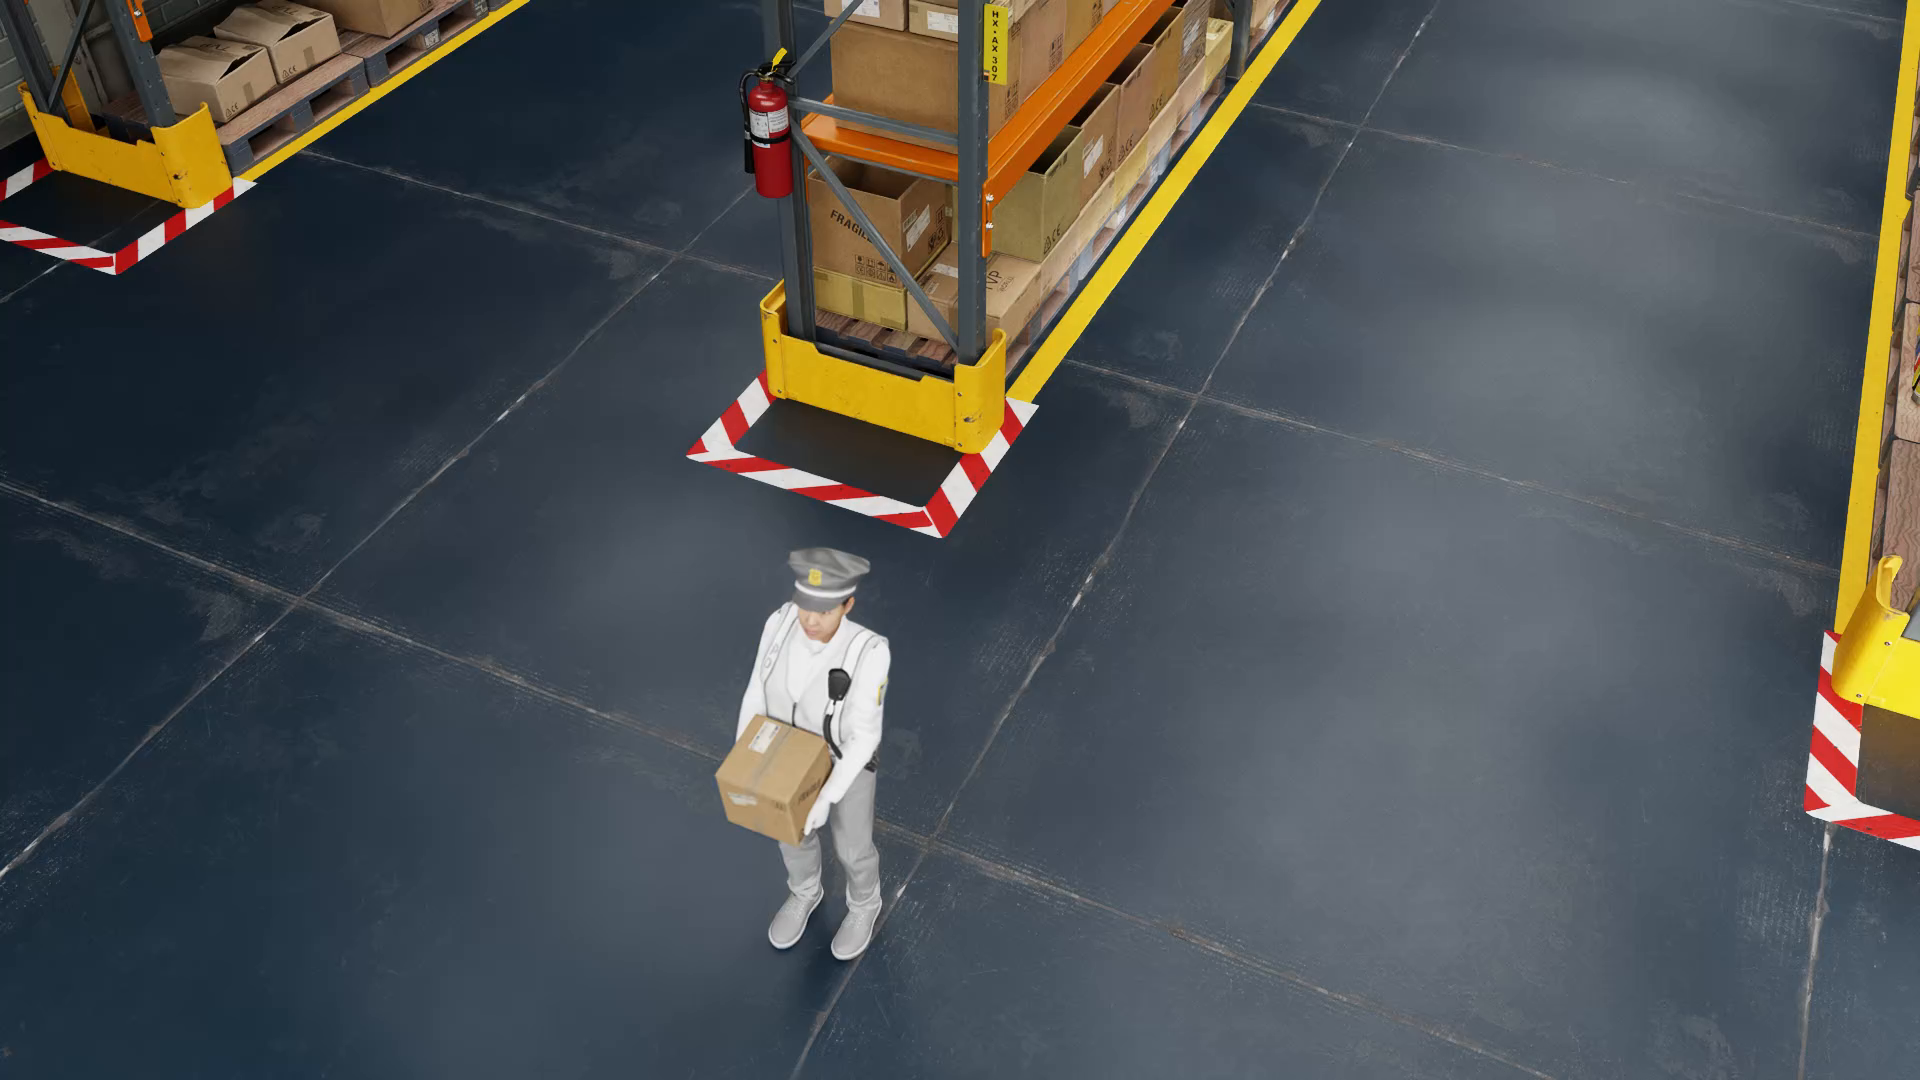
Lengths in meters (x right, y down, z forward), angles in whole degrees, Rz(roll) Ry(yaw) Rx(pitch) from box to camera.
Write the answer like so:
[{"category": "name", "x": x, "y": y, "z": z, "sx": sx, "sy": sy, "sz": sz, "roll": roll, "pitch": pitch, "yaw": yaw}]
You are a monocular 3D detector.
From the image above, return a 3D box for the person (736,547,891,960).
[{"category": "person", "x": -0.469, "y": 0.736, "z": 5.329, "sx": 0.461, "sy": 1.687, "sz": 0.555, "roll": 18, "pitch": 45, "yaw": 18}]
